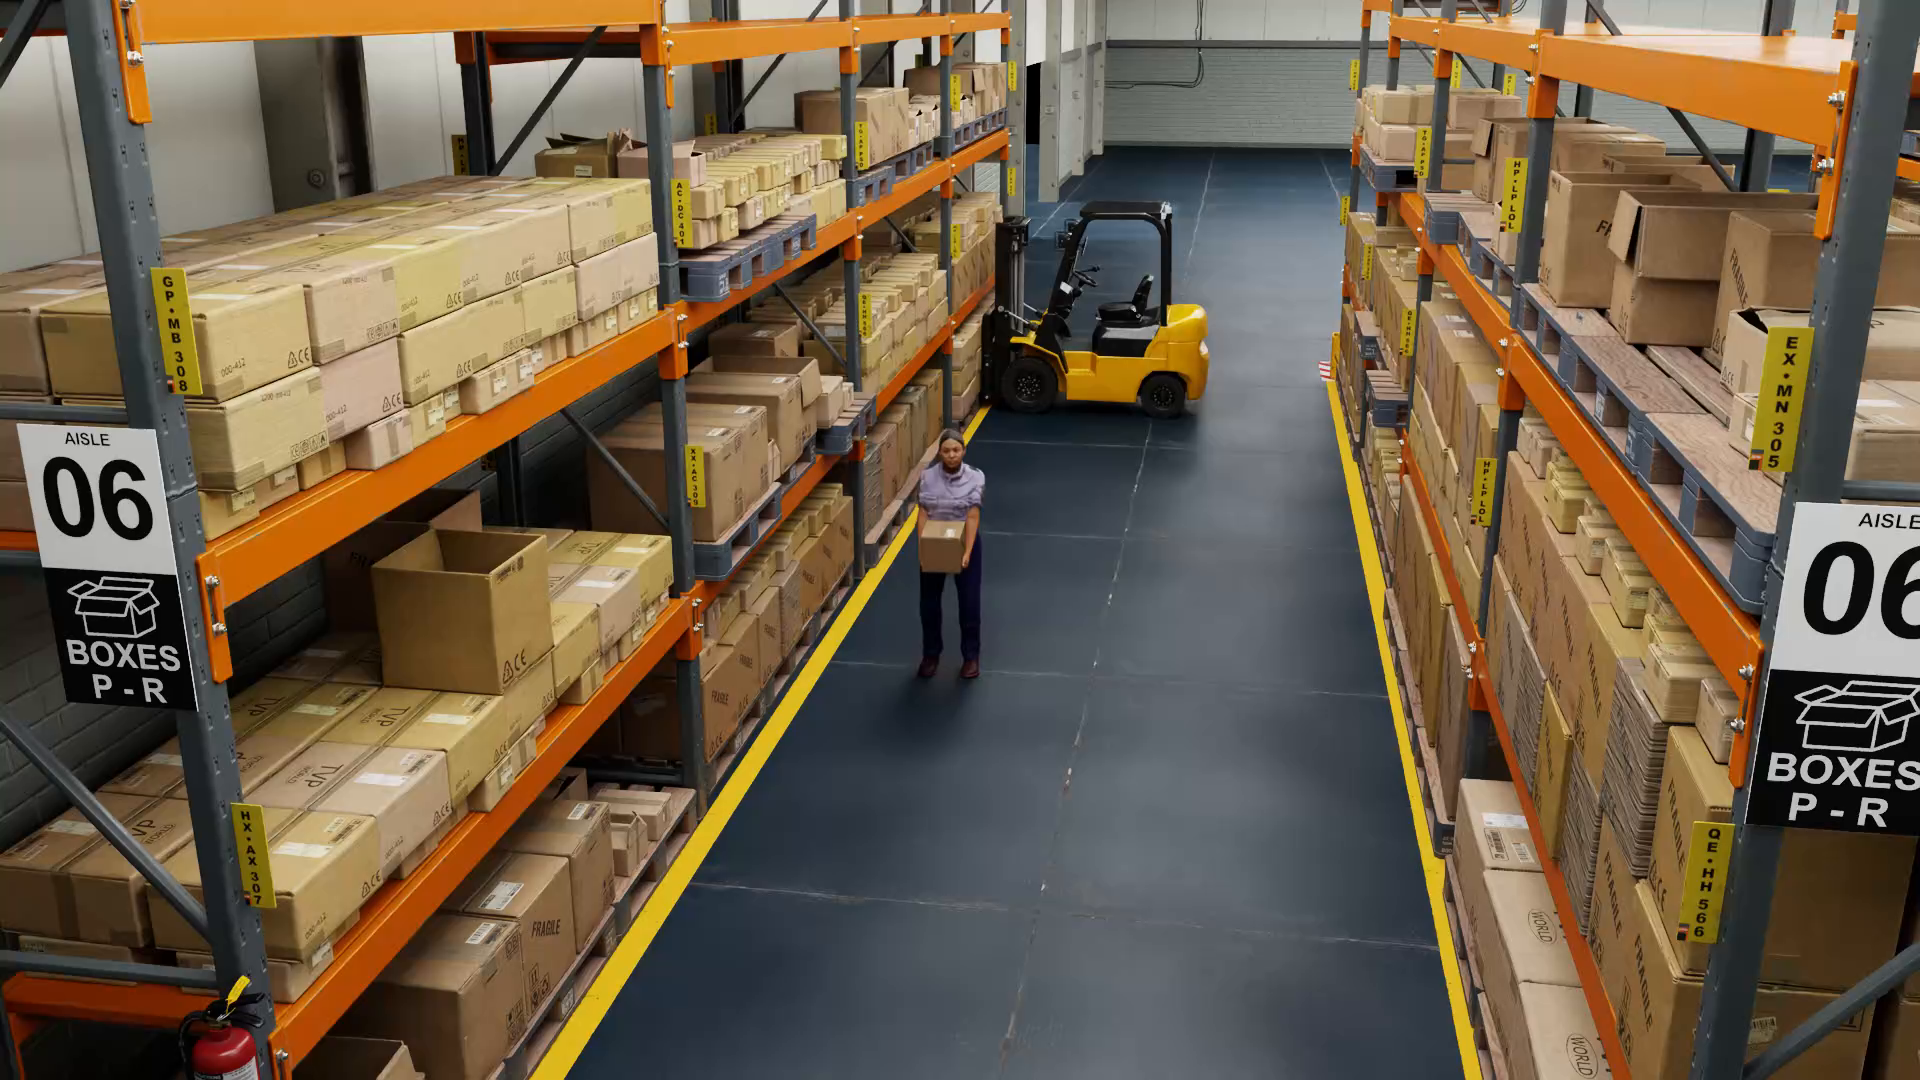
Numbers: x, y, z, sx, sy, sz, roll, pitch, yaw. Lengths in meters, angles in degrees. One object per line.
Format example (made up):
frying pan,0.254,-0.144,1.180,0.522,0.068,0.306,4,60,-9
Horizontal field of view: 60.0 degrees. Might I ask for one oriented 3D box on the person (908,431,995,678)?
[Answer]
person,-0.053,0.069,10.855,0.559,1.650,0.368,2,18,5
